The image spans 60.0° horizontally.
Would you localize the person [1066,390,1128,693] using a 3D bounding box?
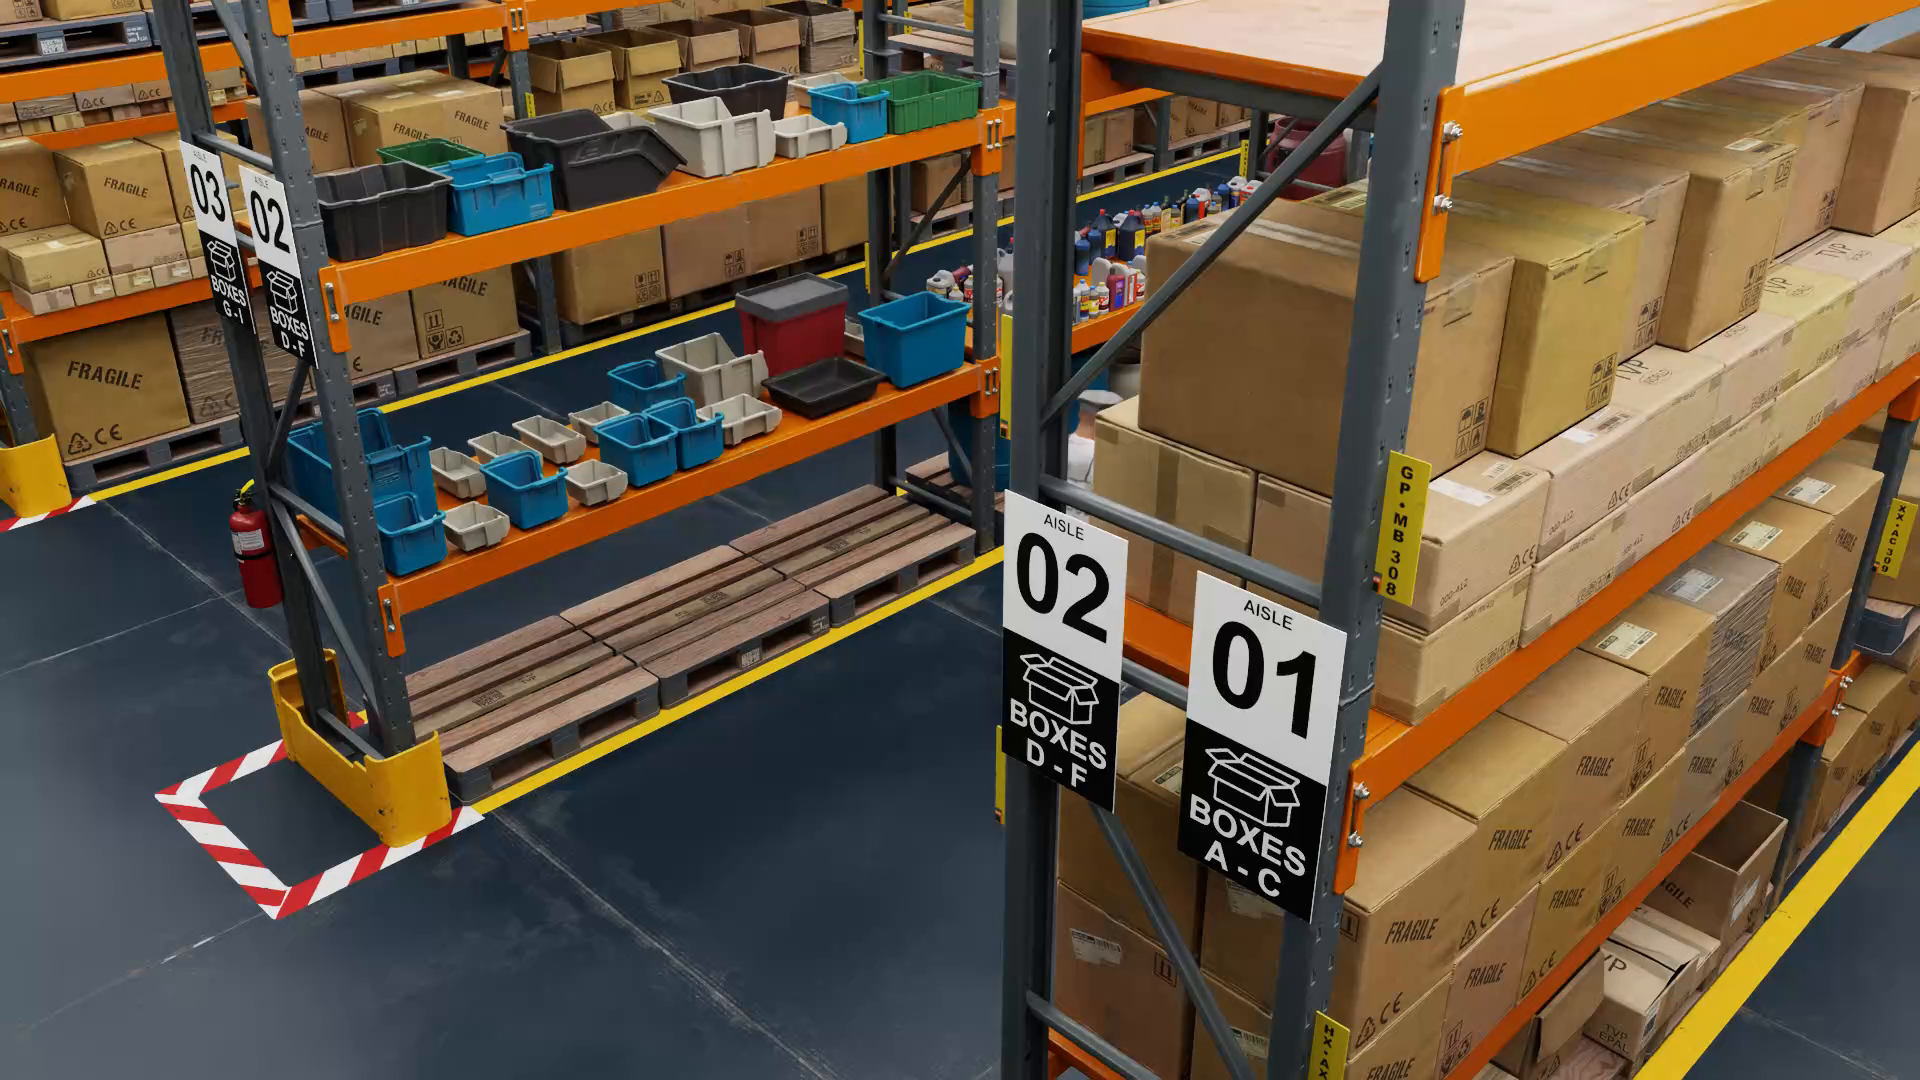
[{"bbox_3d":[0.666,0.031,8.883,0.394,1.731,0.538,-24,36,-38],"label":"person"}]
